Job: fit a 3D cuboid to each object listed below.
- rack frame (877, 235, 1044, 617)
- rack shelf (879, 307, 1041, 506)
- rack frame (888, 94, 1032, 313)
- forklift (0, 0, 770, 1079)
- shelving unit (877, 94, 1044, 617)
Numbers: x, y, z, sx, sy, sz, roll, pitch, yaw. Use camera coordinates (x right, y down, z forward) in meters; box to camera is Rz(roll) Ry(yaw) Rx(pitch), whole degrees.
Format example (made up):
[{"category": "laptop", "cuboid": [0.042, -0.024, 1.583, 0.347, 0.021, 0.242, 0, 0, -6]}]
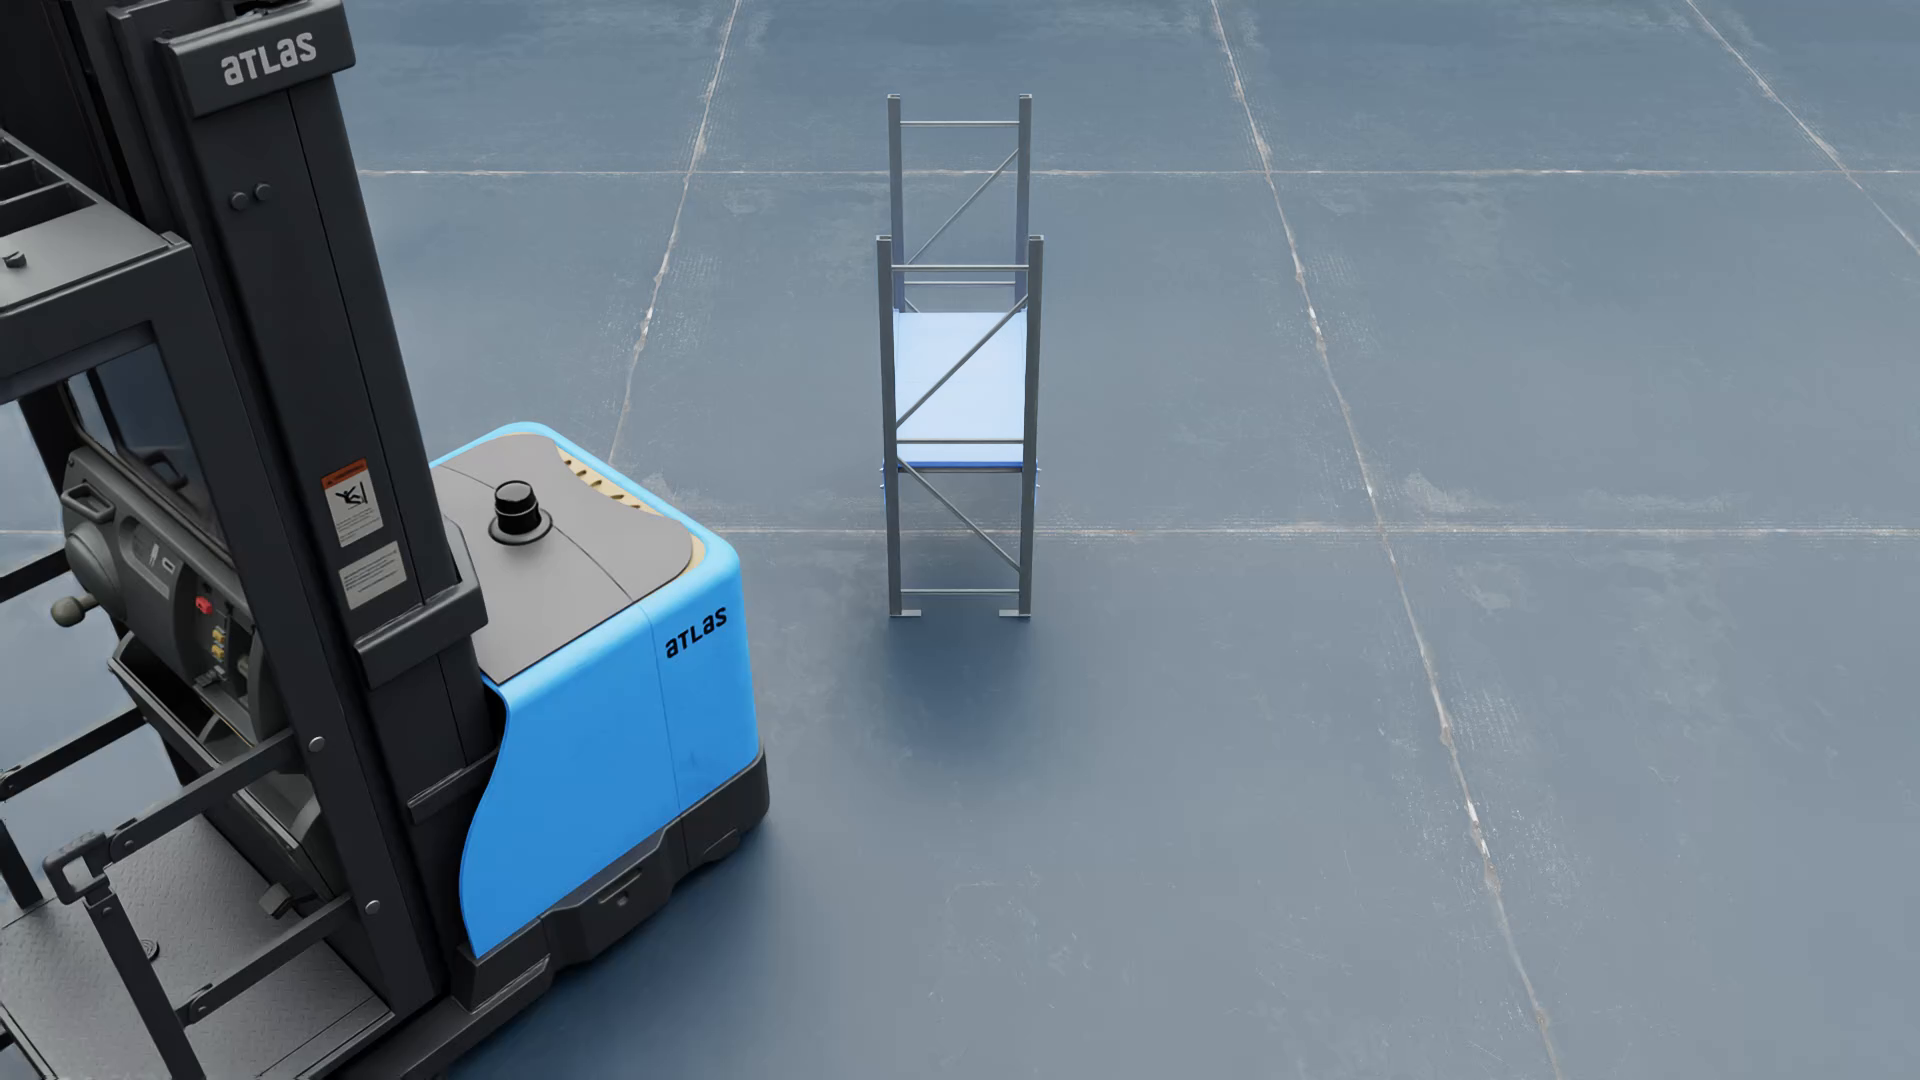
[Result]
[{"category": "rack frame", "cuboid": [0.000, -0.321, 5.451, 0.500, 1.500, 0.032, 0, 39, 0]}, {"category": "rack shelf", "cuboid": [0.000, -0.498, 5.960, 0.538, 0.185, 1.000, 0, 39, 0]}, {"category": "rack frame", "cuboid": [-0.001, -0.956, 6.244, 0.500, 1.500, 0.032, 0, 39, 0]}, {"category": "forklift", "cuboid": [-1.954, 0.194, 3.664, 1.130, 2.935, 3.031, 30, 47, 32]}, {"category": "shelving unit", "cuboid": [0.000, -0.639, 5.848, 0.538, 1.500, 1.048, 0, 39, 0]}]
